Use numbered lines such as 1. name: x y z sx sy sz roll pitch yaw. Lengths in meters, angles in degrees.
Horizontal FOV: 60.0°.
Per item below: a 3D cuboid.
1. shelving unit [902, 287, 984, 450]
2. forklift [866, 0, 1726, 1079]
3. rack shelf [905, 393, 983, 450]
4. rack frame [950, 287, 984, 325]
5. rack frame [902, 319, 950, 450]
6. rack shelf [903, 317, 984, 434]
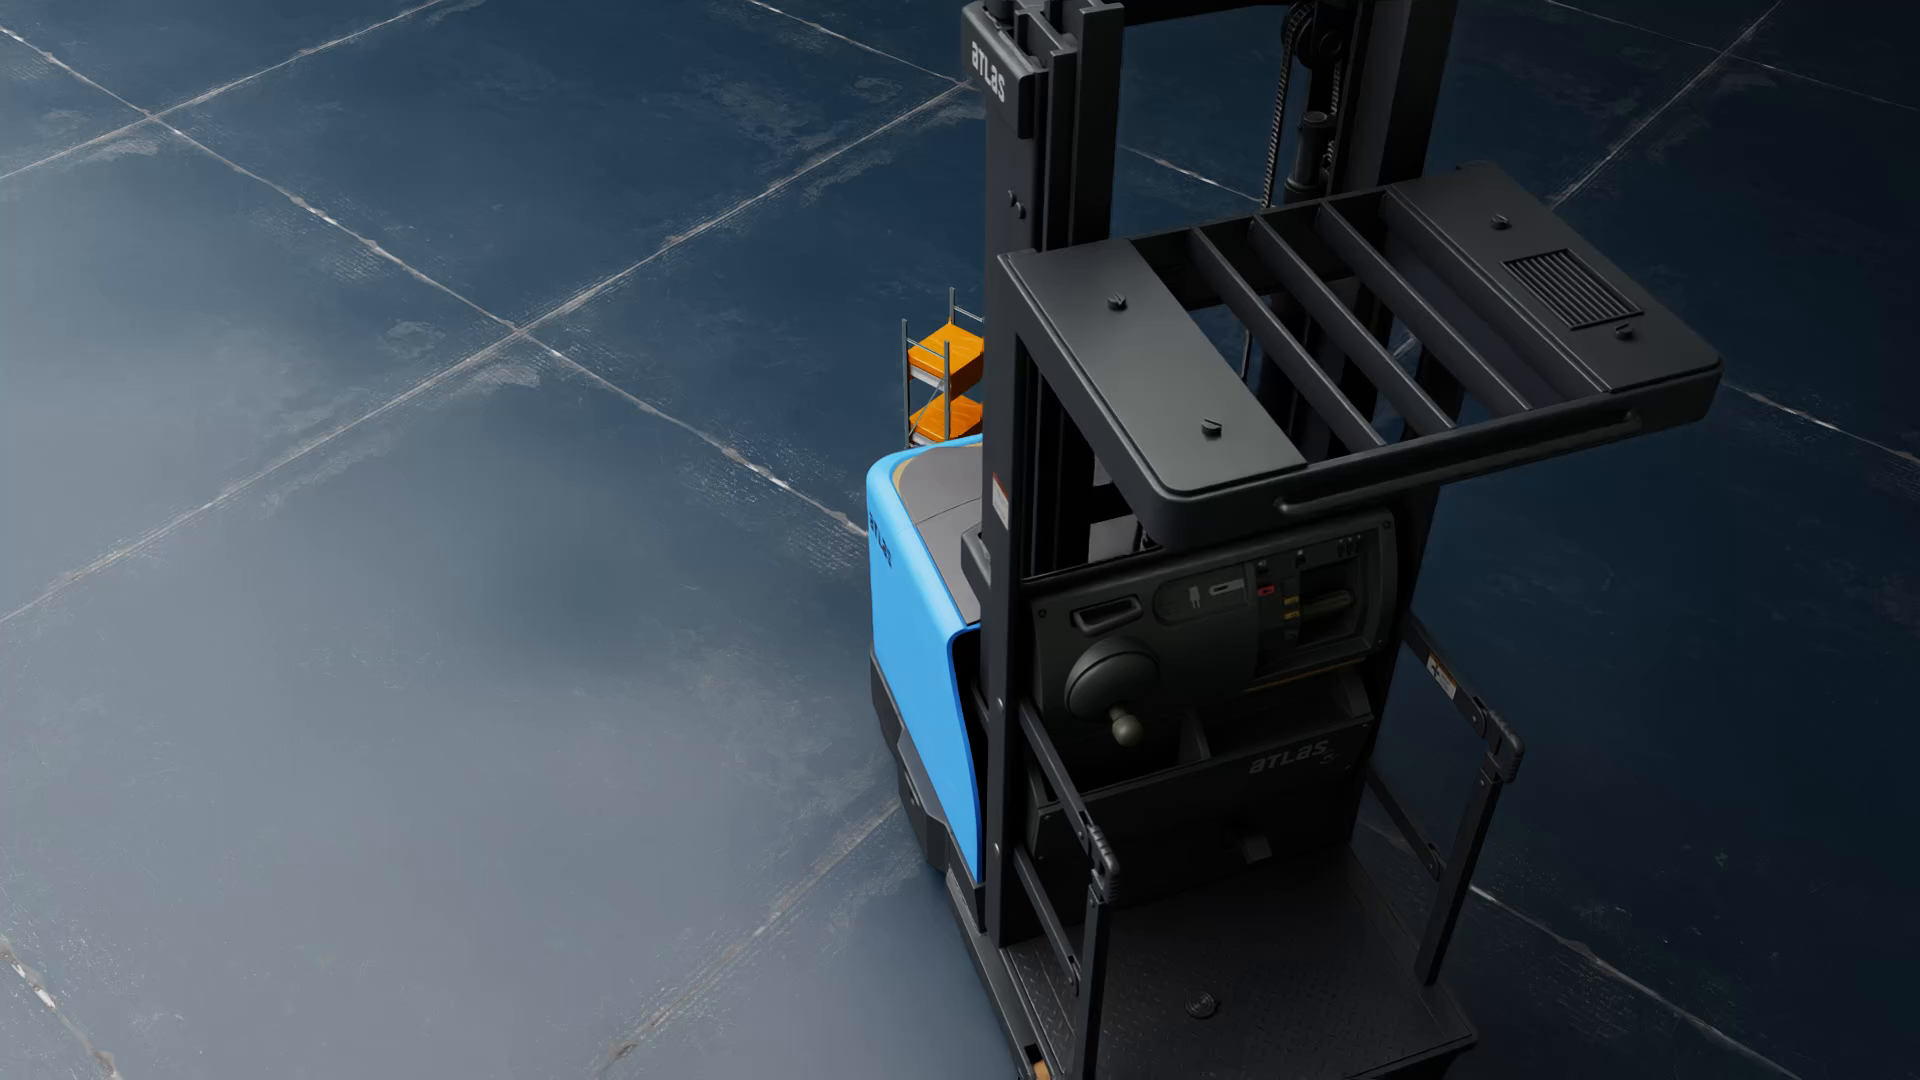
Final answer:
1. shelving unit: -0.034 -0.361 5.867 0.215 1.050 0.252 29 50 28
2. forklift: 0.681 0.291 3.751 1.130 2.935 3.031 -14 44 -14
3. rack shelf: -0.034 -0.353 5.874 0.215 0.259 0.240 29 50 28
4. rack frame: 0.044 -0.424 5.936 0.200 1.050 0.008 29 50 28
5. rack frame: -0.113 -0.298 5.797 0.200 1.050 0.008 29 50 28
6. rack shelf: -0.034 -0.563 5.683 0.215 0.259 0.240 29 50 28
